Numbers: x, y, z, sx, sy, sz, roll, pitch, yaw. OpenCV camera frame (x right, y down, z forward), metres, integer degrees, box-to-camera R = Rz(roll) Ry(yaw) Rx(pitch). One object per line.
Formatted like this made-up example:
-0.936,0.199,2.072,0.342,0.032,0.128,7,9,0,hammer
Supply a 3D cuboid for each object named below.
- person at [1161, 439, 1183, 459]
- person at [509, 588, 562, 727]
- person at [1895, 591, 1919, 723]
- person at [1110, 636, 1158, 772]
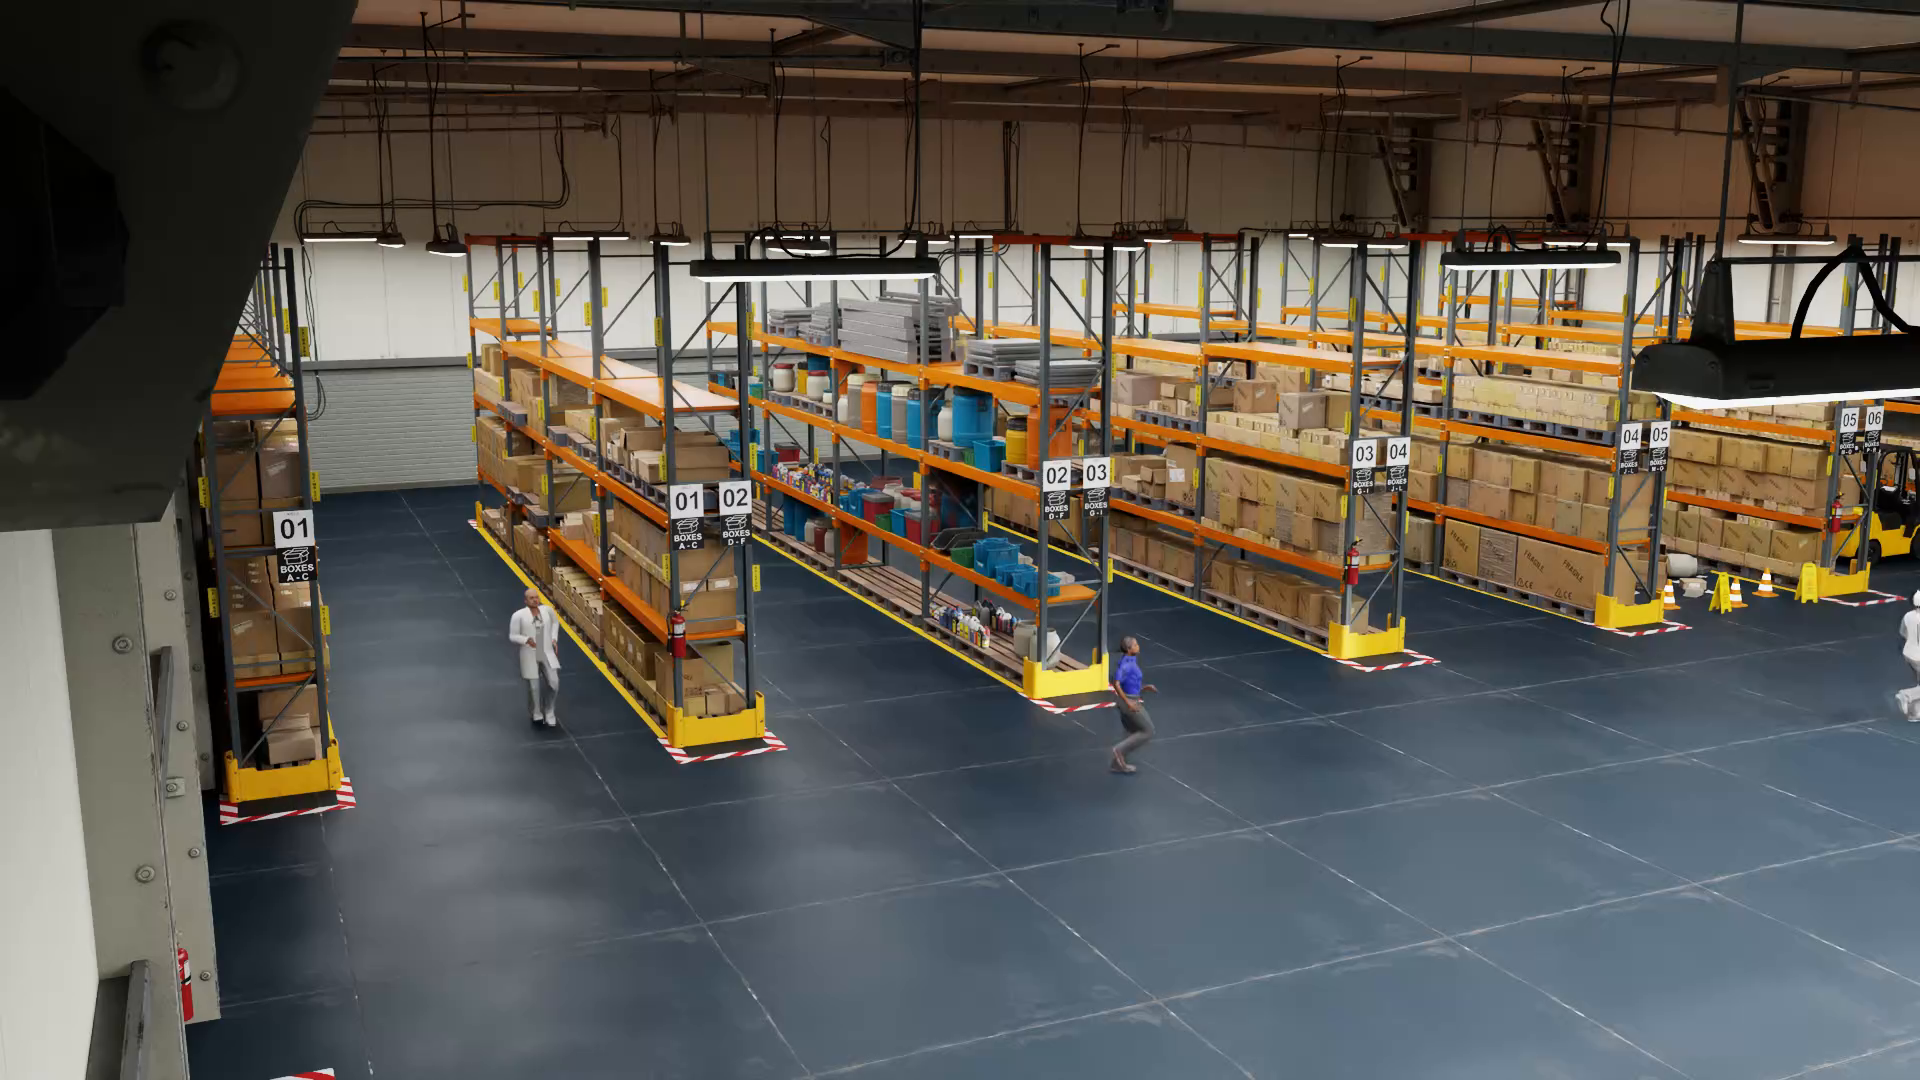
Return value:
4.616,-1.341,35.198,0.683,1.771,0.991,-5,12,-22,person
-5.285,1.490,20.852,0.681,1.796,0.754,-6,12,-28,person
12.113,1.477,21.014,0.586,1.729,0.659,0,11,1,person
2.012,1.899,19.119,0.547,1.597,0.559,0,11,-2,person
